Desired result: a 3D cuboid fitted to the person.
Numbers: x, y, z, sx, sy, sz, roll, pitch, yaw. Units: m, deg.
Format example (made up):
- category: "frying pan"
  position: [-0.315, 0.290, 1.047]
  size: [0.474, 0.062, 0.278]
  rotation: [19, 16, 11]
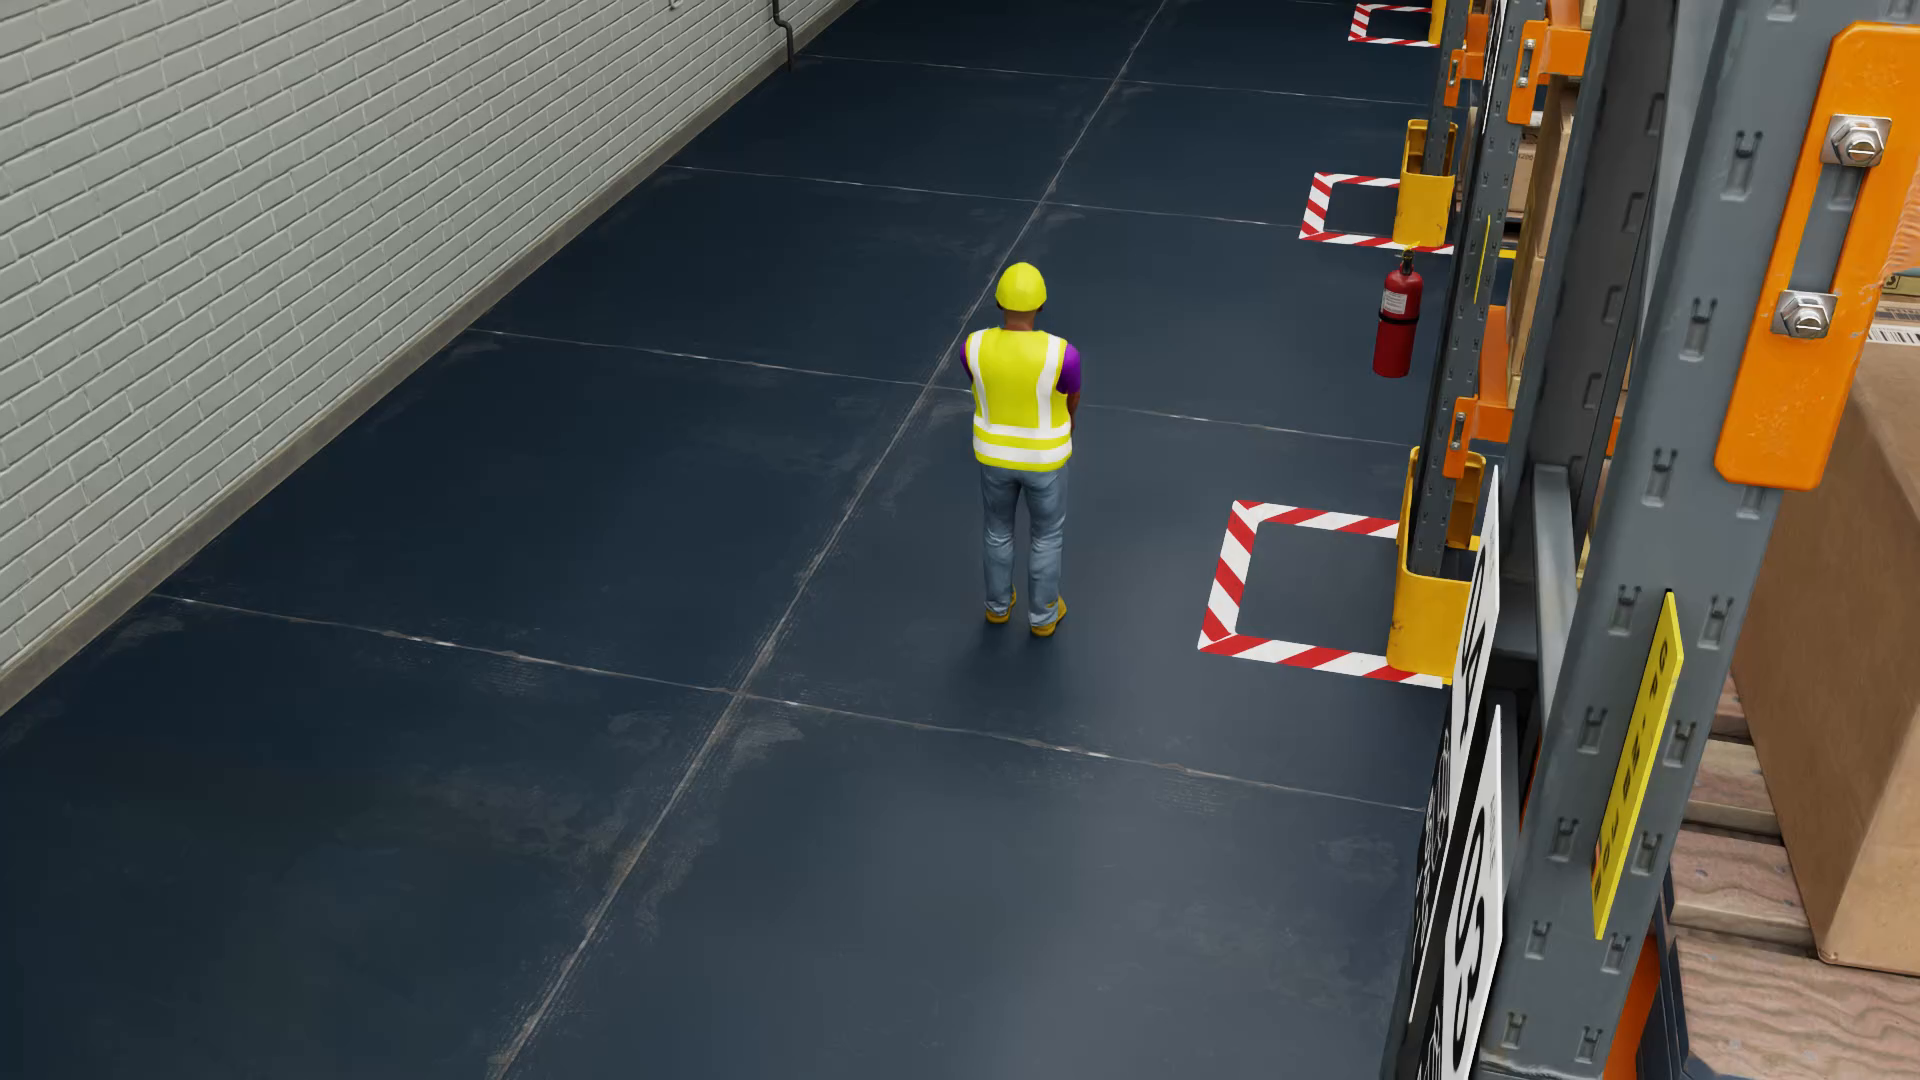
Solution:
- category: "person"
  position: [0.284, -0.412, 7.296]
  size: [0.505, 1.726, 0.555]
  rotation: [8, 33, 12]
